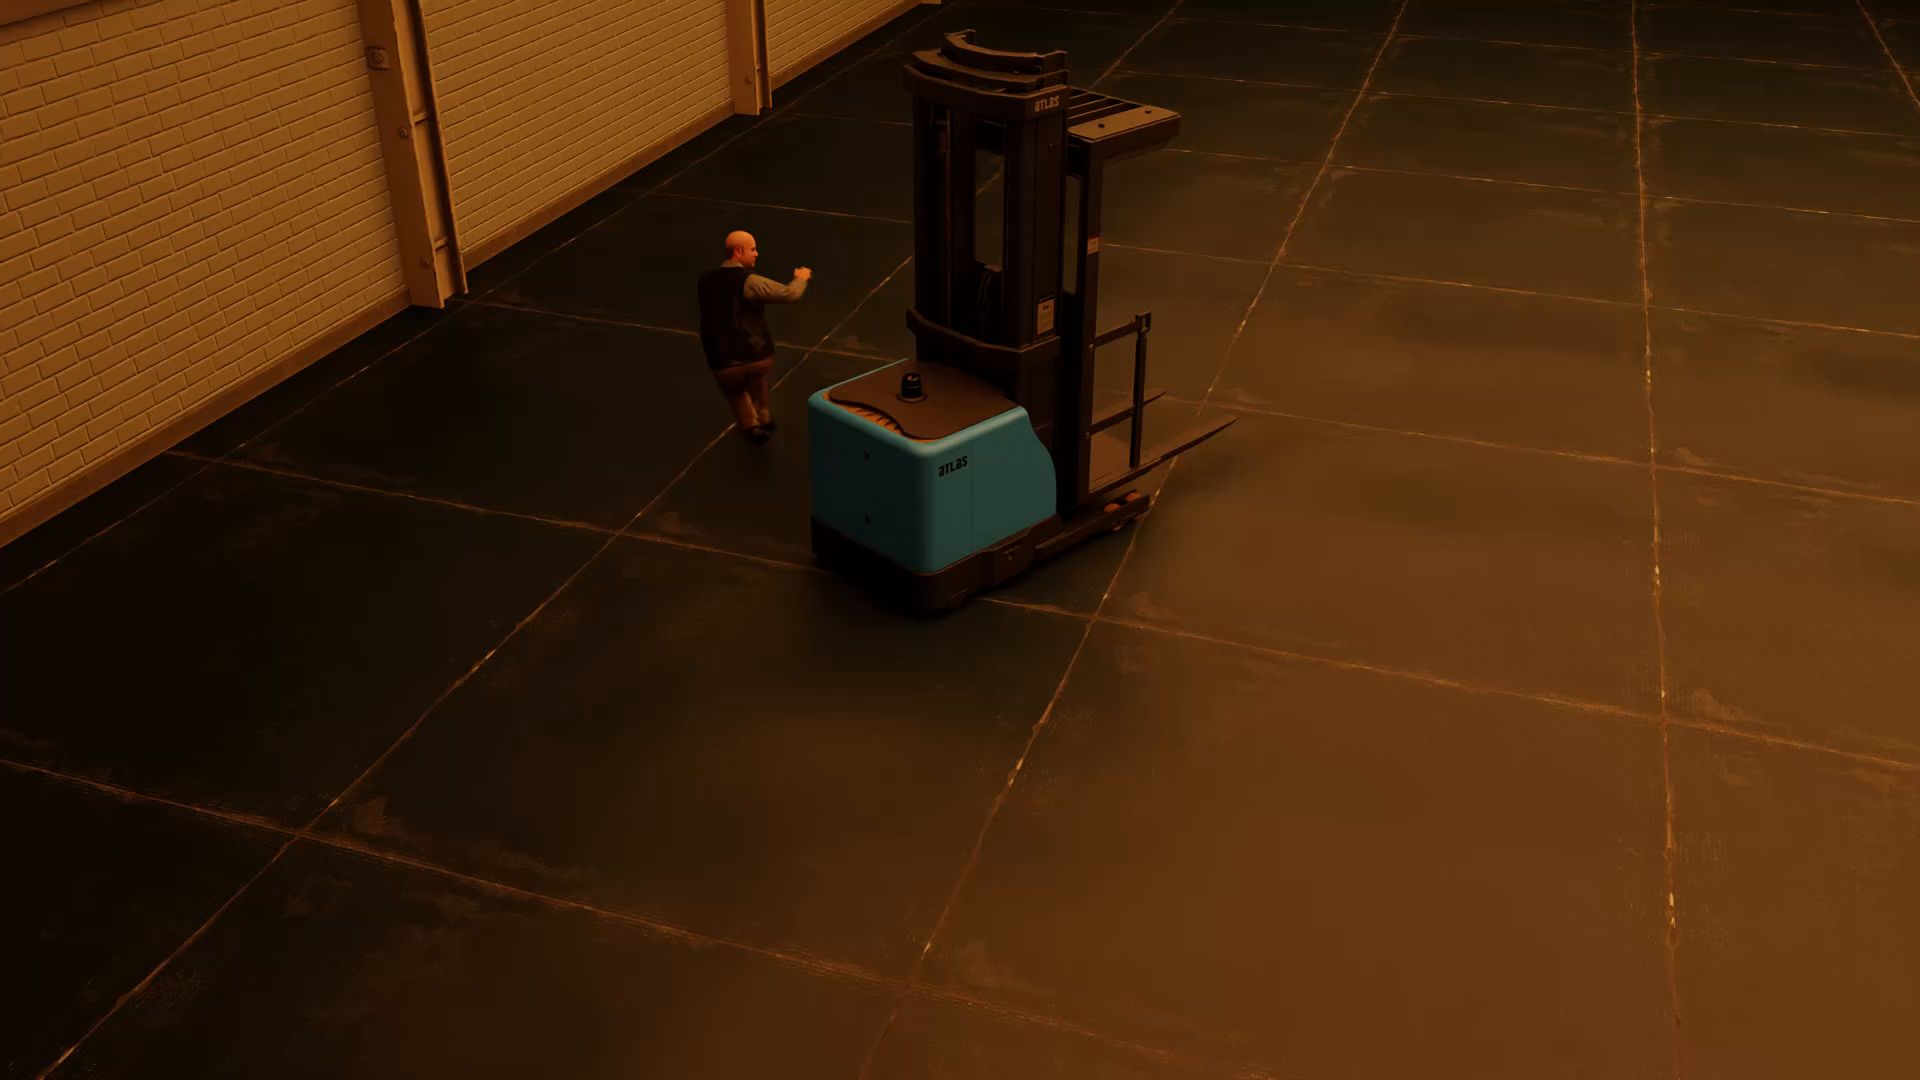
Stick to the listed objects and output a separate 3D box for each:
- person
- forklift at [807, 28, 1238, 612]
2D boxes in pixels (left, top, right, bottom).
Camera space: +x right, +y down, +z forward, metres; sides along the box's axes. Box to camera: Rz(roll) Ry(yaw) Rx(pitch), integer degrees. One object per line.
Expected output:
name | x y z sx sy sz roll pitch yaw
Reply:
person | -1.351 -1.375 11.059 0.771 1.449 1.048 -1 30 -2
forklift | 0.533 -1.496 9.761 3.031 2.935 1.130 -26 38 -37
